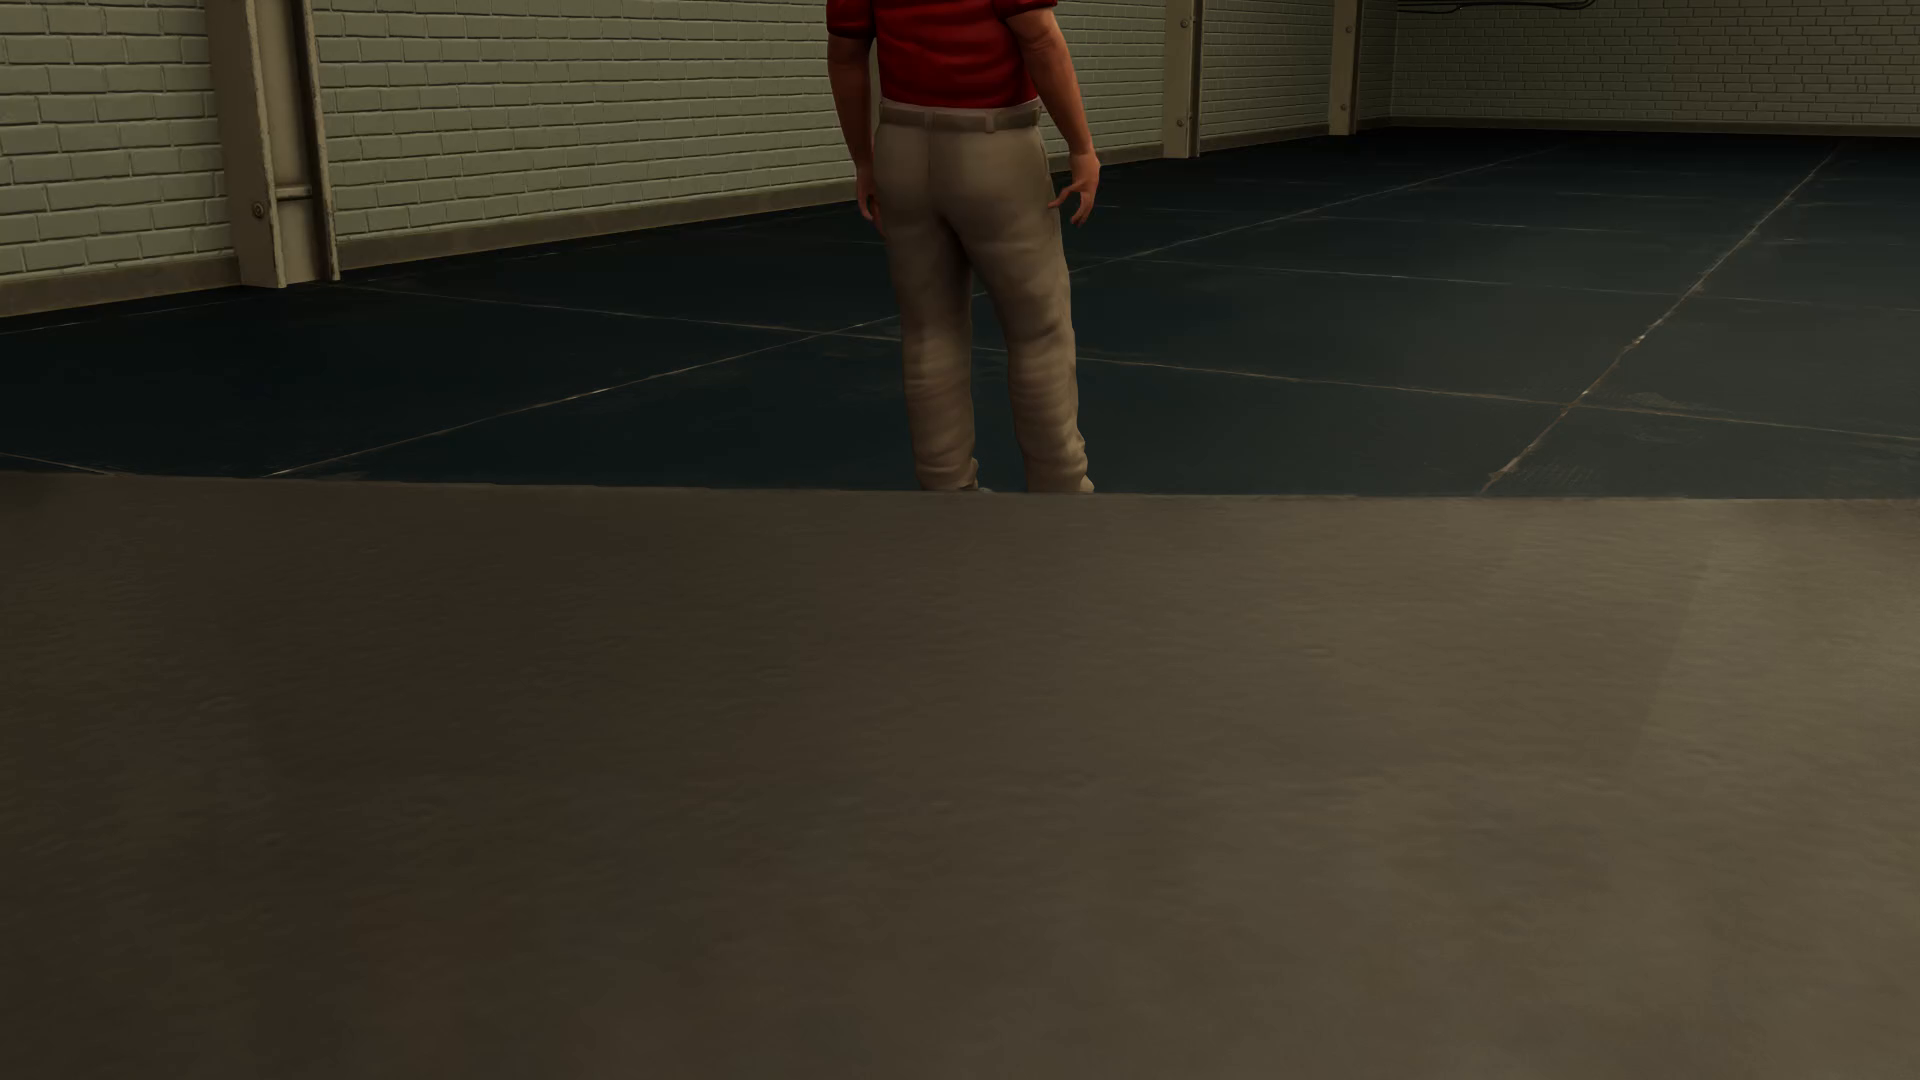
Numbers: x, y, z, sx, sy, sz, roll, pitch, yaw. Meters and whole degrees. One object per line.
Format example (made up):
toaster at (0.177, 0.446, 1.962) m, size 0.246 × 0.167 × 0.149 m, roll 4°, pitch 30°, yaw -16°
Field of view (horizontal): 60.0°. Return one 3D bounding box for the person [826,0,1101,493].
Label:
person at (0.055, -0.856, 3.864) m, size 0.640 × 1.727 × 0.551 m, roll 9°, pitch 19°, yaw 28°
